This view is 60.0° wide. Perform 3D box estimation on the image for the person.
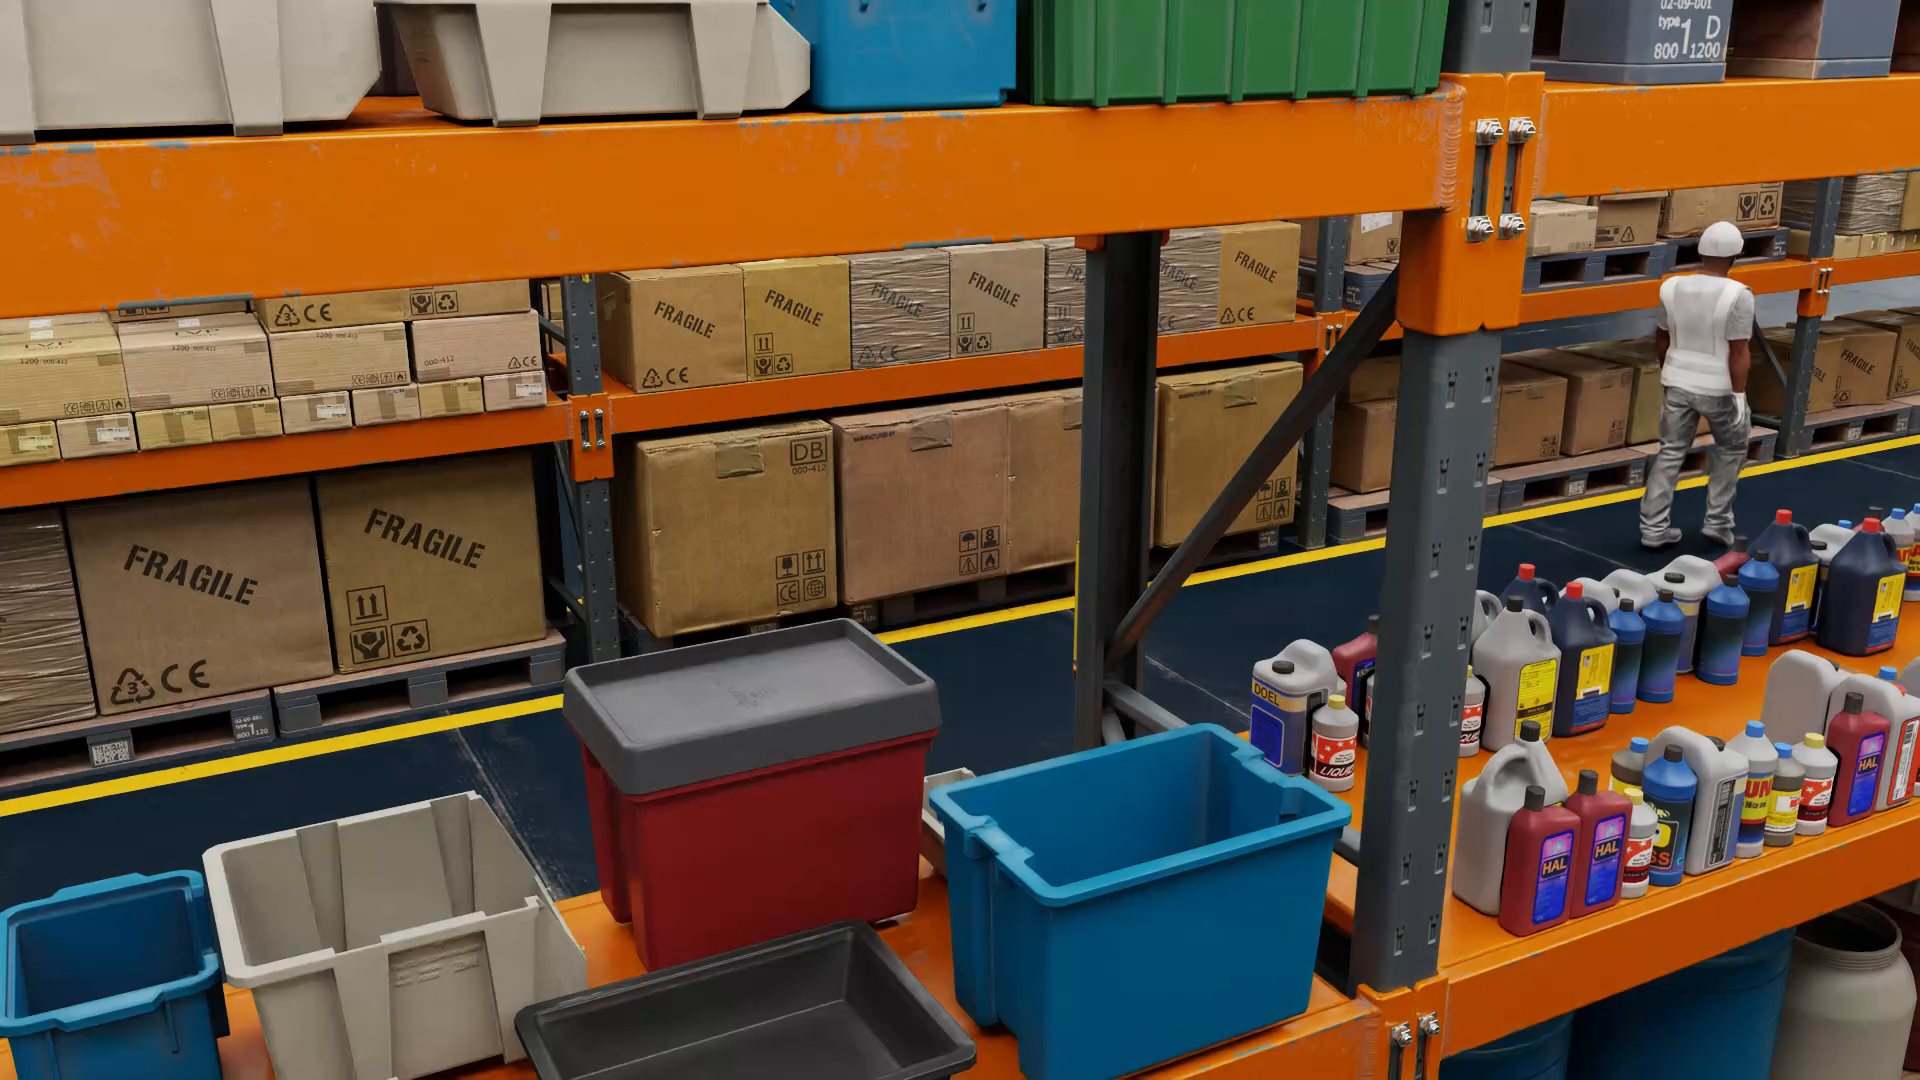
[{"bbox_3d":[4.047,-0.802,9.008,0.626,1.847,0.602,-14,23,-36],"label":"person"}]
